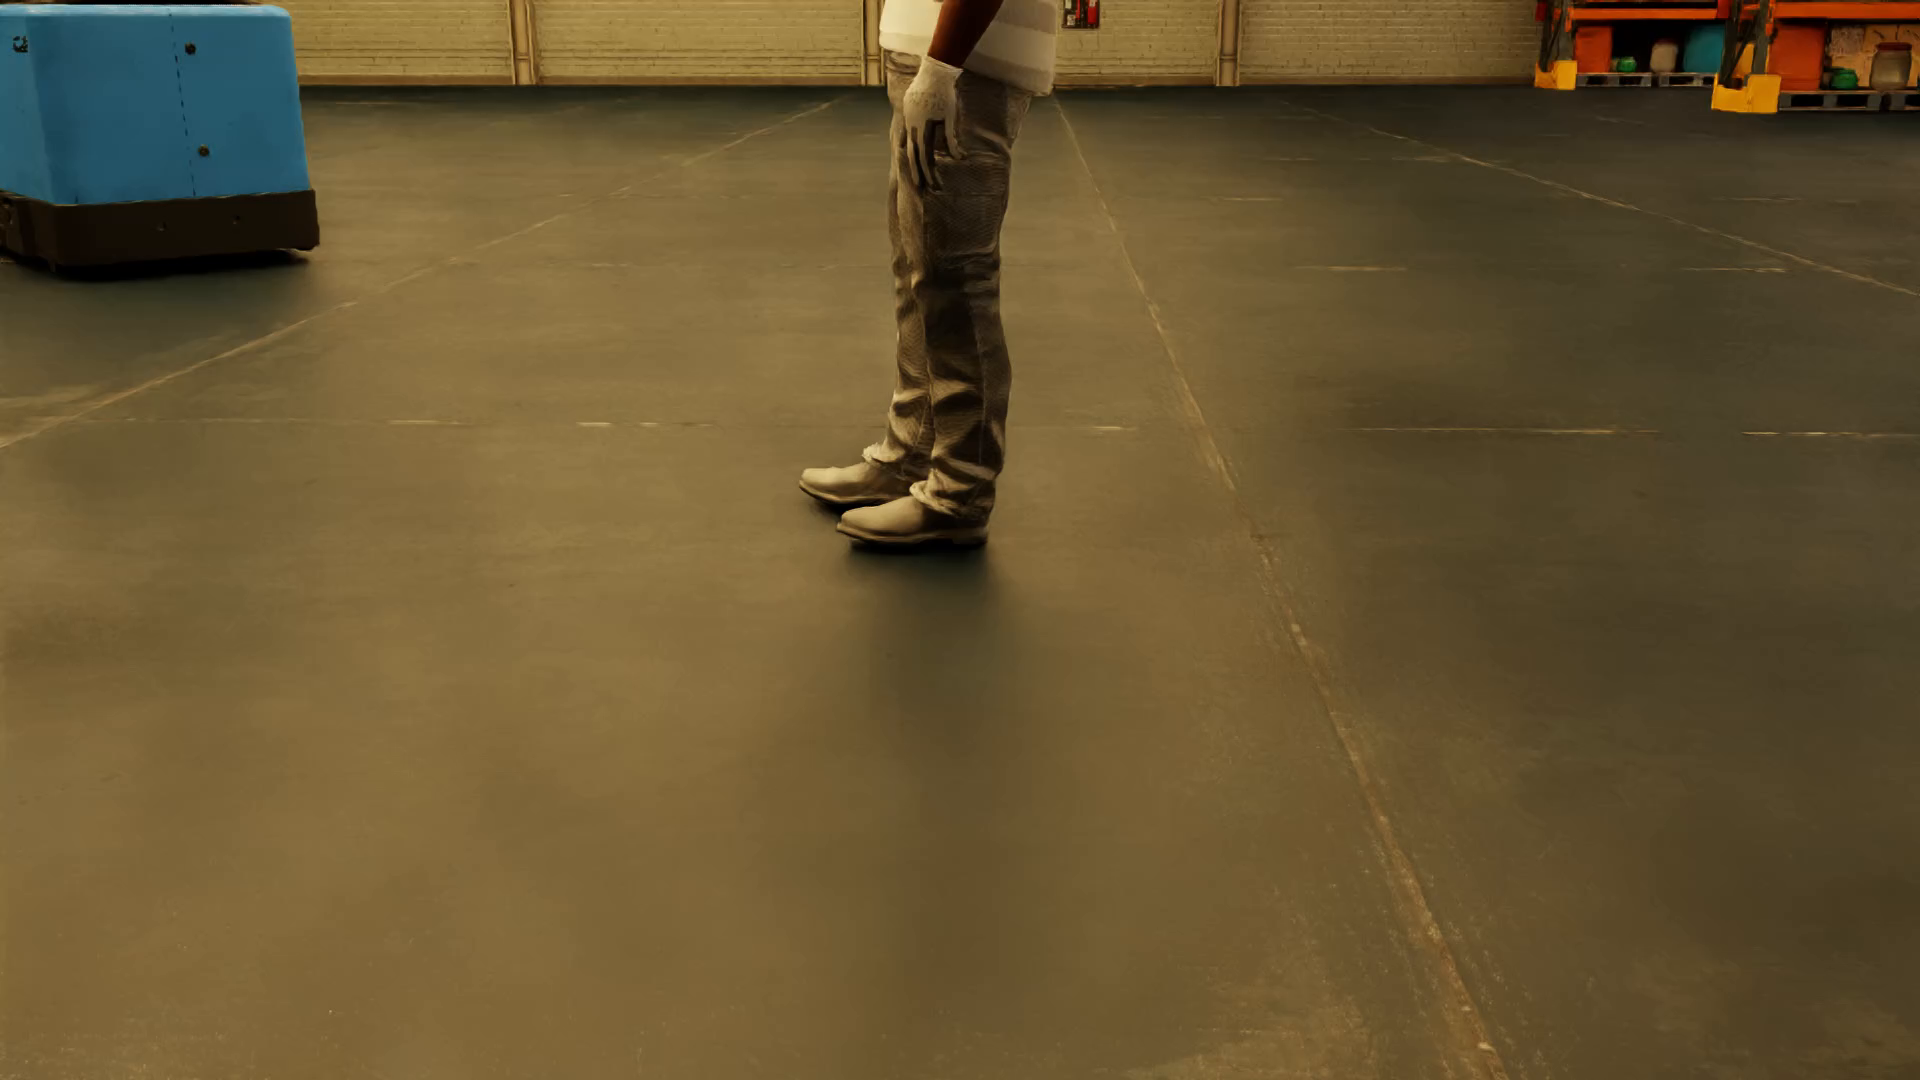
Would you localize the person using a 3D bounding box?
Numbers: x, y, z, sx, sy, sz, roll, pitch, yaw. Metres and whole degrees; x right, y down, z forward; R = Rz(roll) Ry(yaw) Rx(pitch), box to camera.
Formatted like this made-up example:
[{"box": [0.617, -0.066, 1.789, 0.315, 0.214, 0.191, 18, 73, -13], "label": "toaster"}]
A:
[{"box": [-0.072, -0.861, 3.115, 0.576, 1.782, 0.655, 1, 17, 2], "label": "person"}]

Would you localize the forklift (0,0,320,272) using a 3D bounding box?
[{"box": [-4.164, -2.858, 7.633, 1.130, 2.935, 3.031, -15, 22, -39], "label": "forklift"}]
